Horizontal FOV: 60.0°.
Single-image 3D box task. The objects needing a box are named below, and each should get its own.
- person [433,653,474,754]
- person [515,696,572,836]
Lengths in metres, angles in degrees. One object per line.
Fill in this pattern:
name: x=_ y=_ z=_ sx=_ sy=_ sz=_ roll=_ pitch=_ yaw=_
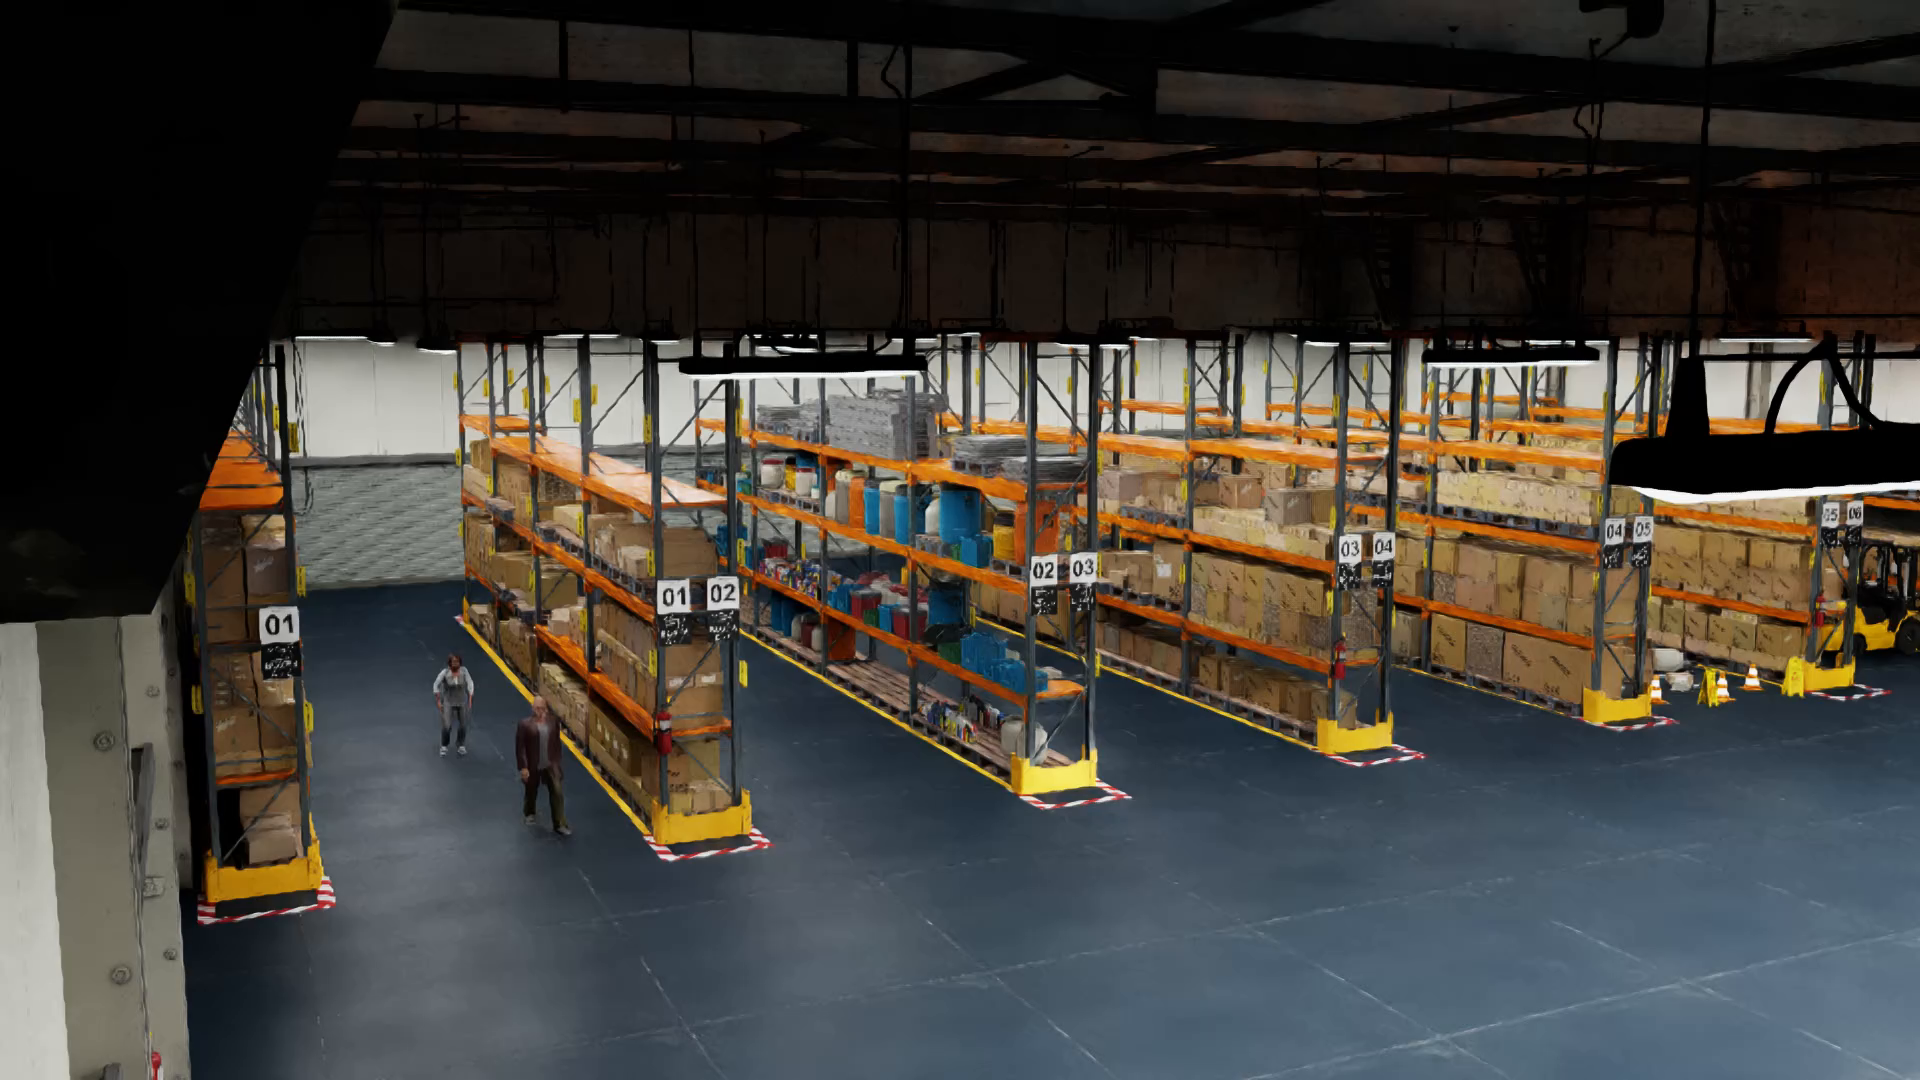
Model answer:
person: x=-7.292 y=2.355 z=23.966 sx=0.566 sy=1.541 sz=0.519 roll=-4 pitch=9 yaw=-27
person: x=-5.125 y=2.733 z=20.348 sx=0.599 sy=1.695 sz=1.186 roll=-4 pitch=9 yaw=-27
